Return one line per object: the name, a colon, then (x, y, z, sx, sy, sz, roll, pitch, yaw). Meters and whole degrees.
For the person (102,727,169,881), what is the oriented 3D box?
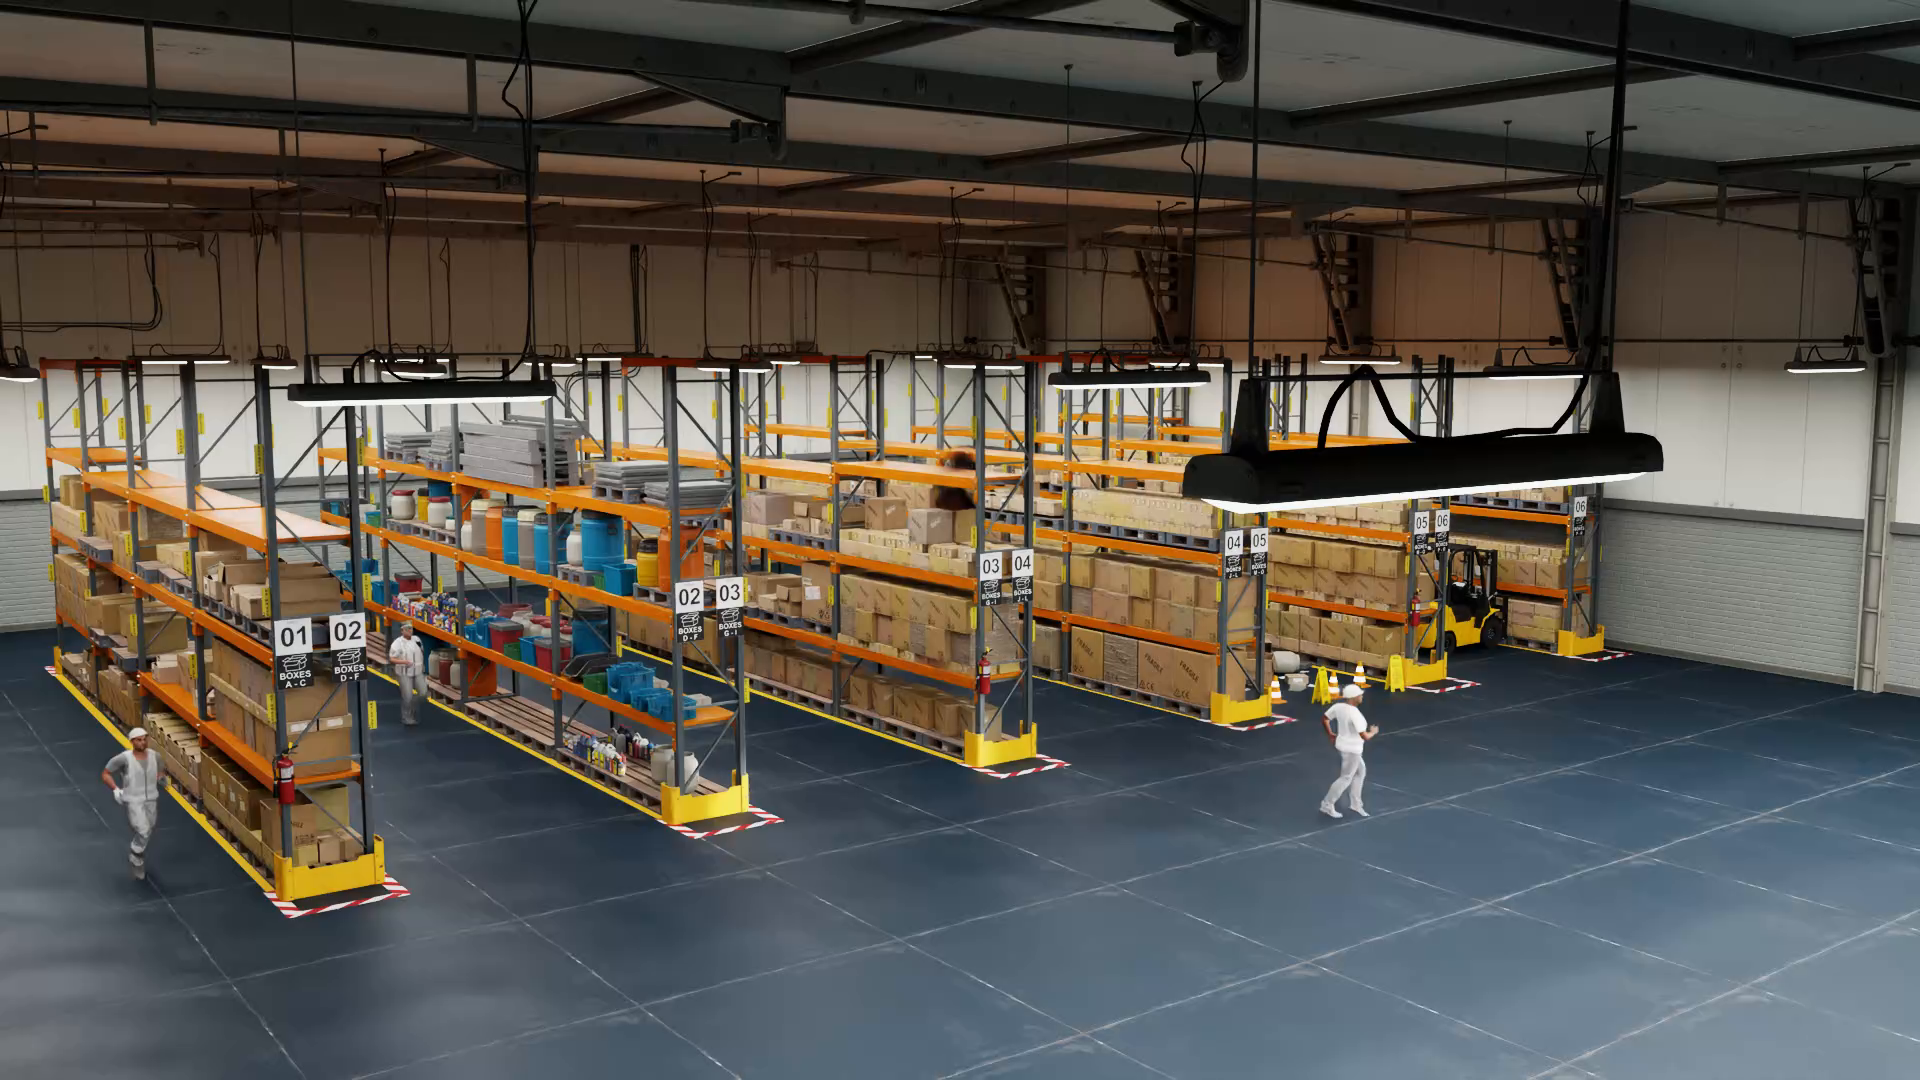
person: (-9.653, 3.104, 19.617, 0.724, 1.806, 0.632, 5, 8, 34)

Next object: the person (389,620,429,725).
person: (-8.999, 2.187, 27.316, 0.648, 1.756, 0.613, -7, 9, -44)

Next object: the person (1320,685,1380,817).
person: (5.139, 2.818, 21.979, 0.787, 1.834, 0.720, -1, 7, -8)
